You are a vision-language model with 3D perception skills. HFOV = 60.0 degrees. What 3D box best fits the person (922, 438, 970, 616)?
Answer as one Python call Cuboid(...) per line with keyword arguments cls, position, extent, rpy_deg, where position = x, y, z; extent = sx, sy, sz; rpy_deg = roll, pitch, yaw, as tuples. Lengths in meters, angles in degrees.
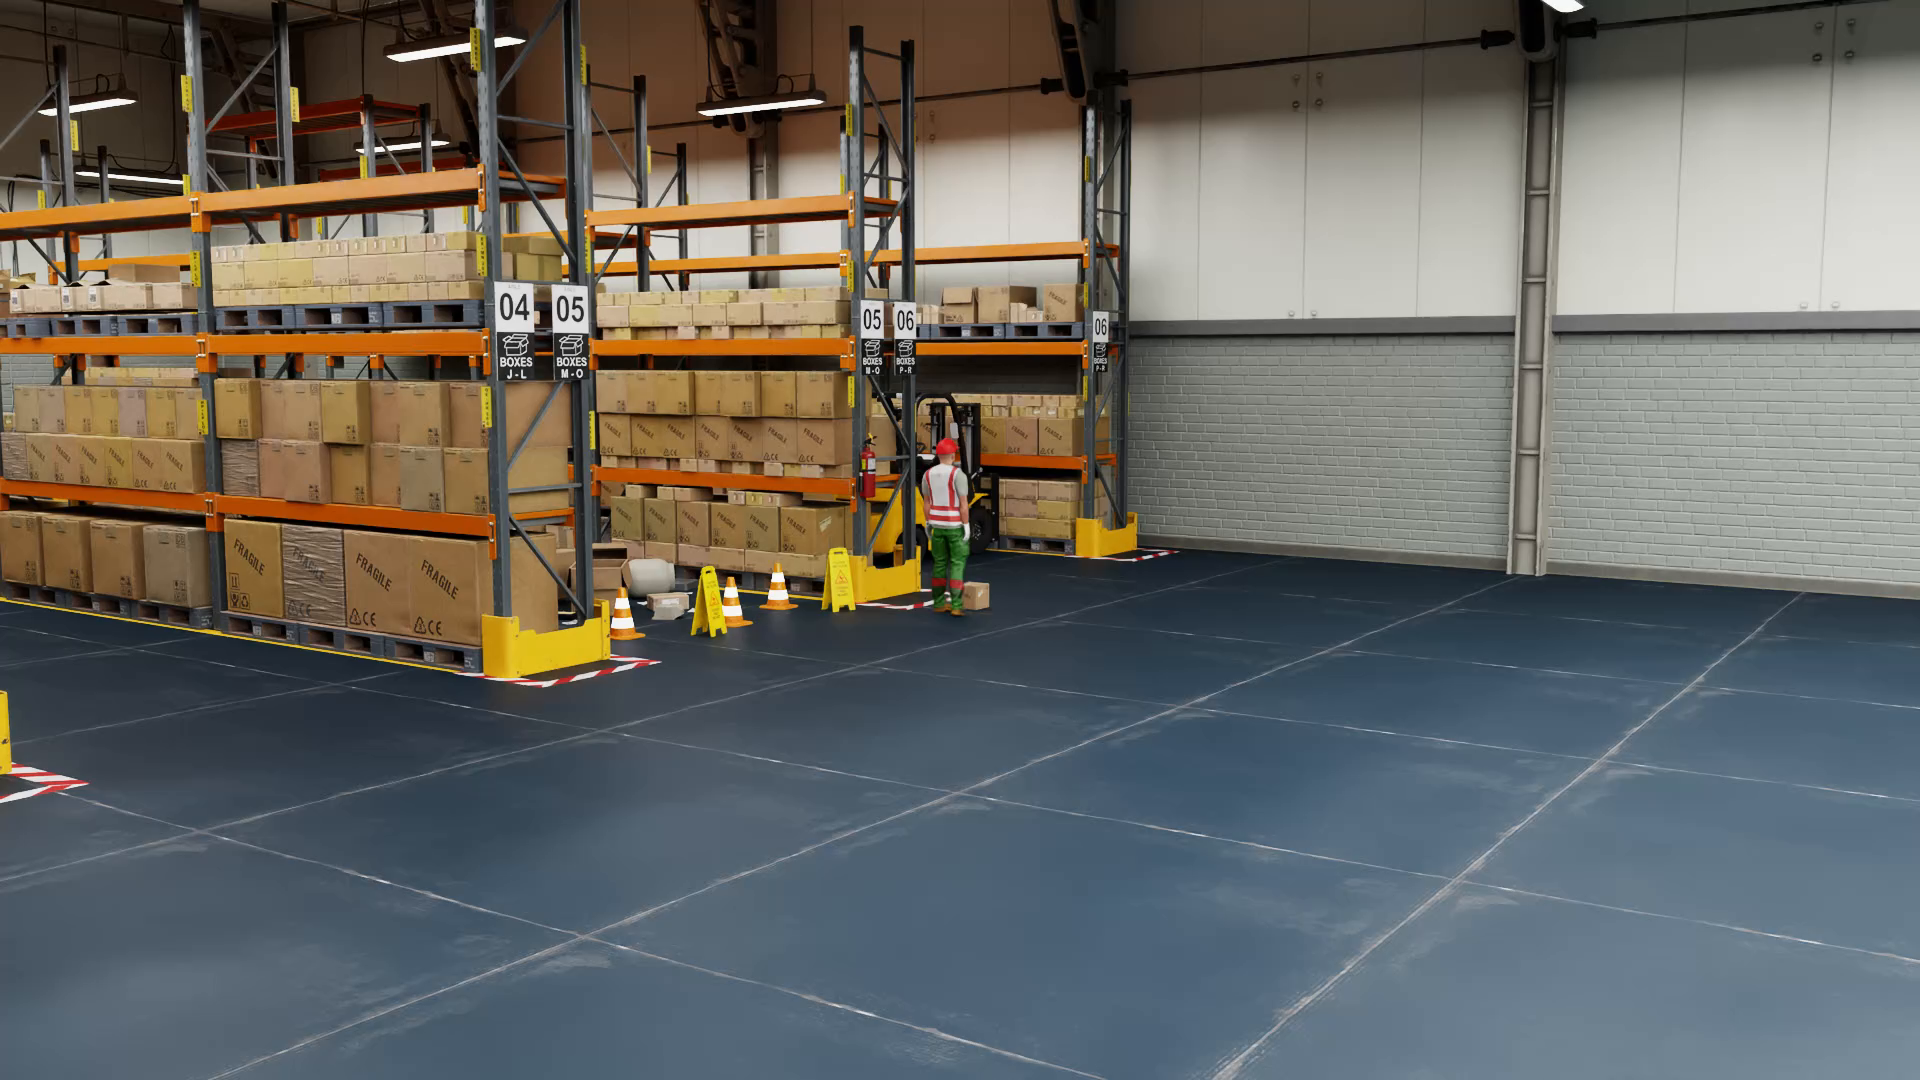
Cuboid(cls="person", position=(-0.109, -0.125, 16.903), extent=(0.529, 1.821, 0.434), rpy_deg=(4, 7, 32))
